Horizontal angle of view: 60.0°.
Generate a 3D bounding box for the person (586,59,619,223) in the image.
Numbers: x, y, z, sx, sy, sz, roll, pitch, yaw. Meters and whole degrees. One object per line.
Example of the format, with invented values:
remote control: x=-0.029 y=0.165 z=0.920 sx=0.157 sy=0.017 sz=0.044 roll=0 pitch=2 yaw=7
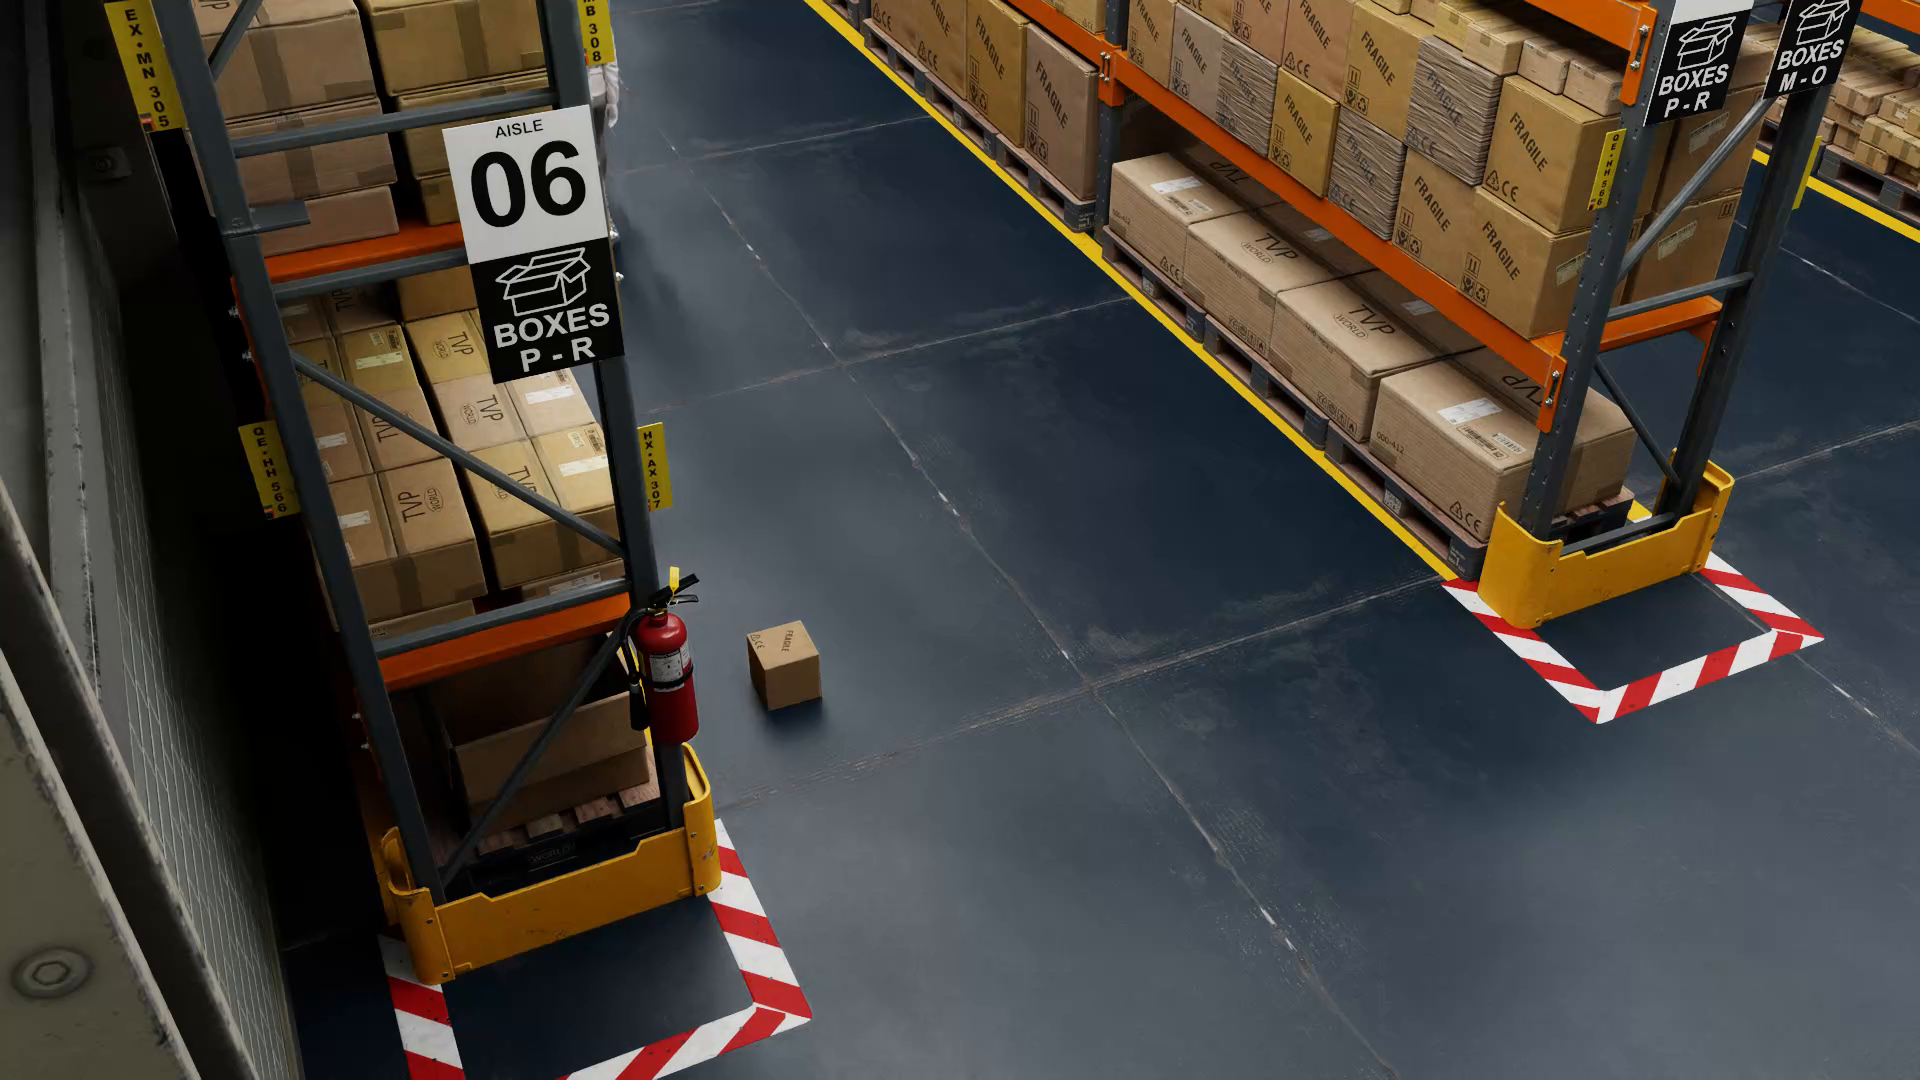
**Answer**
person: x=-2.396 y=-2.811 z=10.486 sx=0.471 sy=1.647 sz=0.946 roll=-18 pitch=41 yaw=-22
